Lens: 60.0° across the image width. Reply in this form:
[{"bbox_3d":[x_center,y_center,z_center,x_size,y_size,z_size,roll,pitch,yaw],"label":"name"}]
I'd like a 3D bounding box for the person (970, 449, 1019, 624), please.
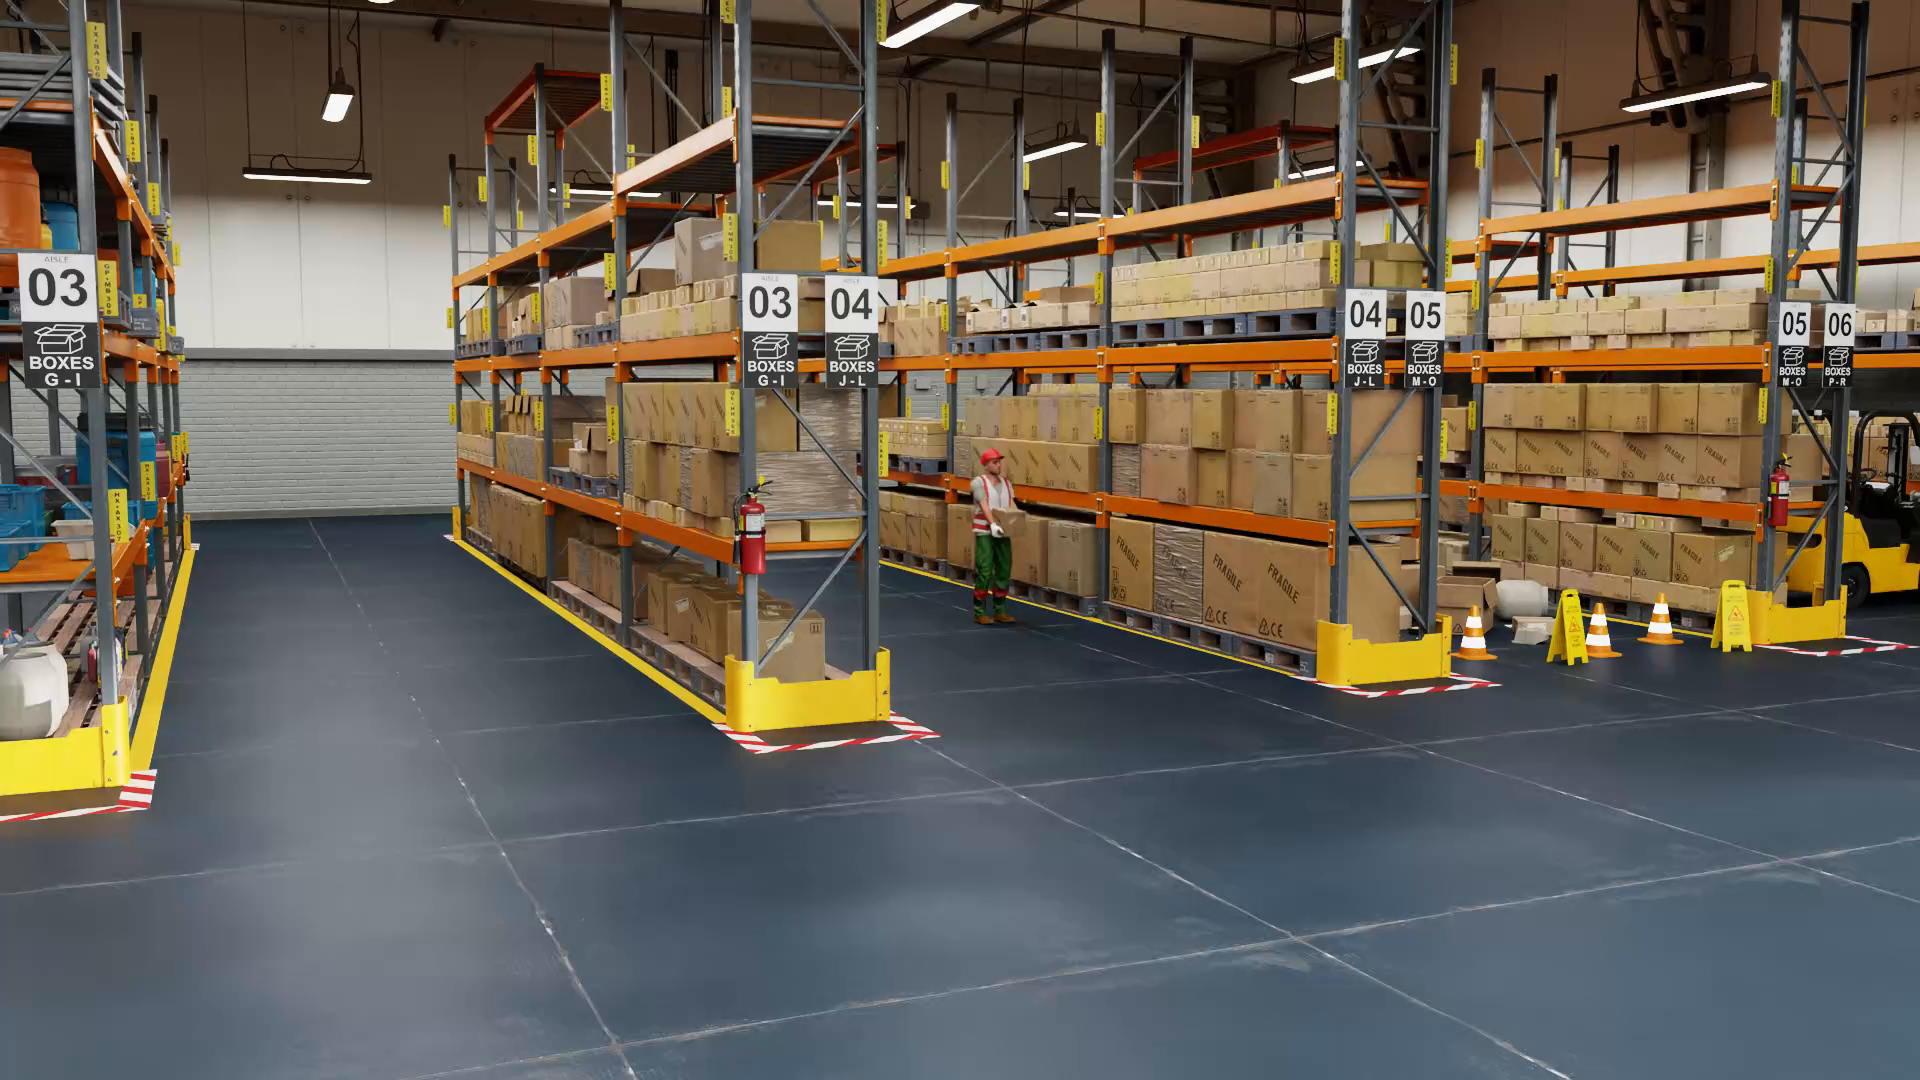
[{"bbox_3d":[0.399,-0.036,16.969,0.494,1.784,0.554,-4,6,-35],"label":"person"}]
